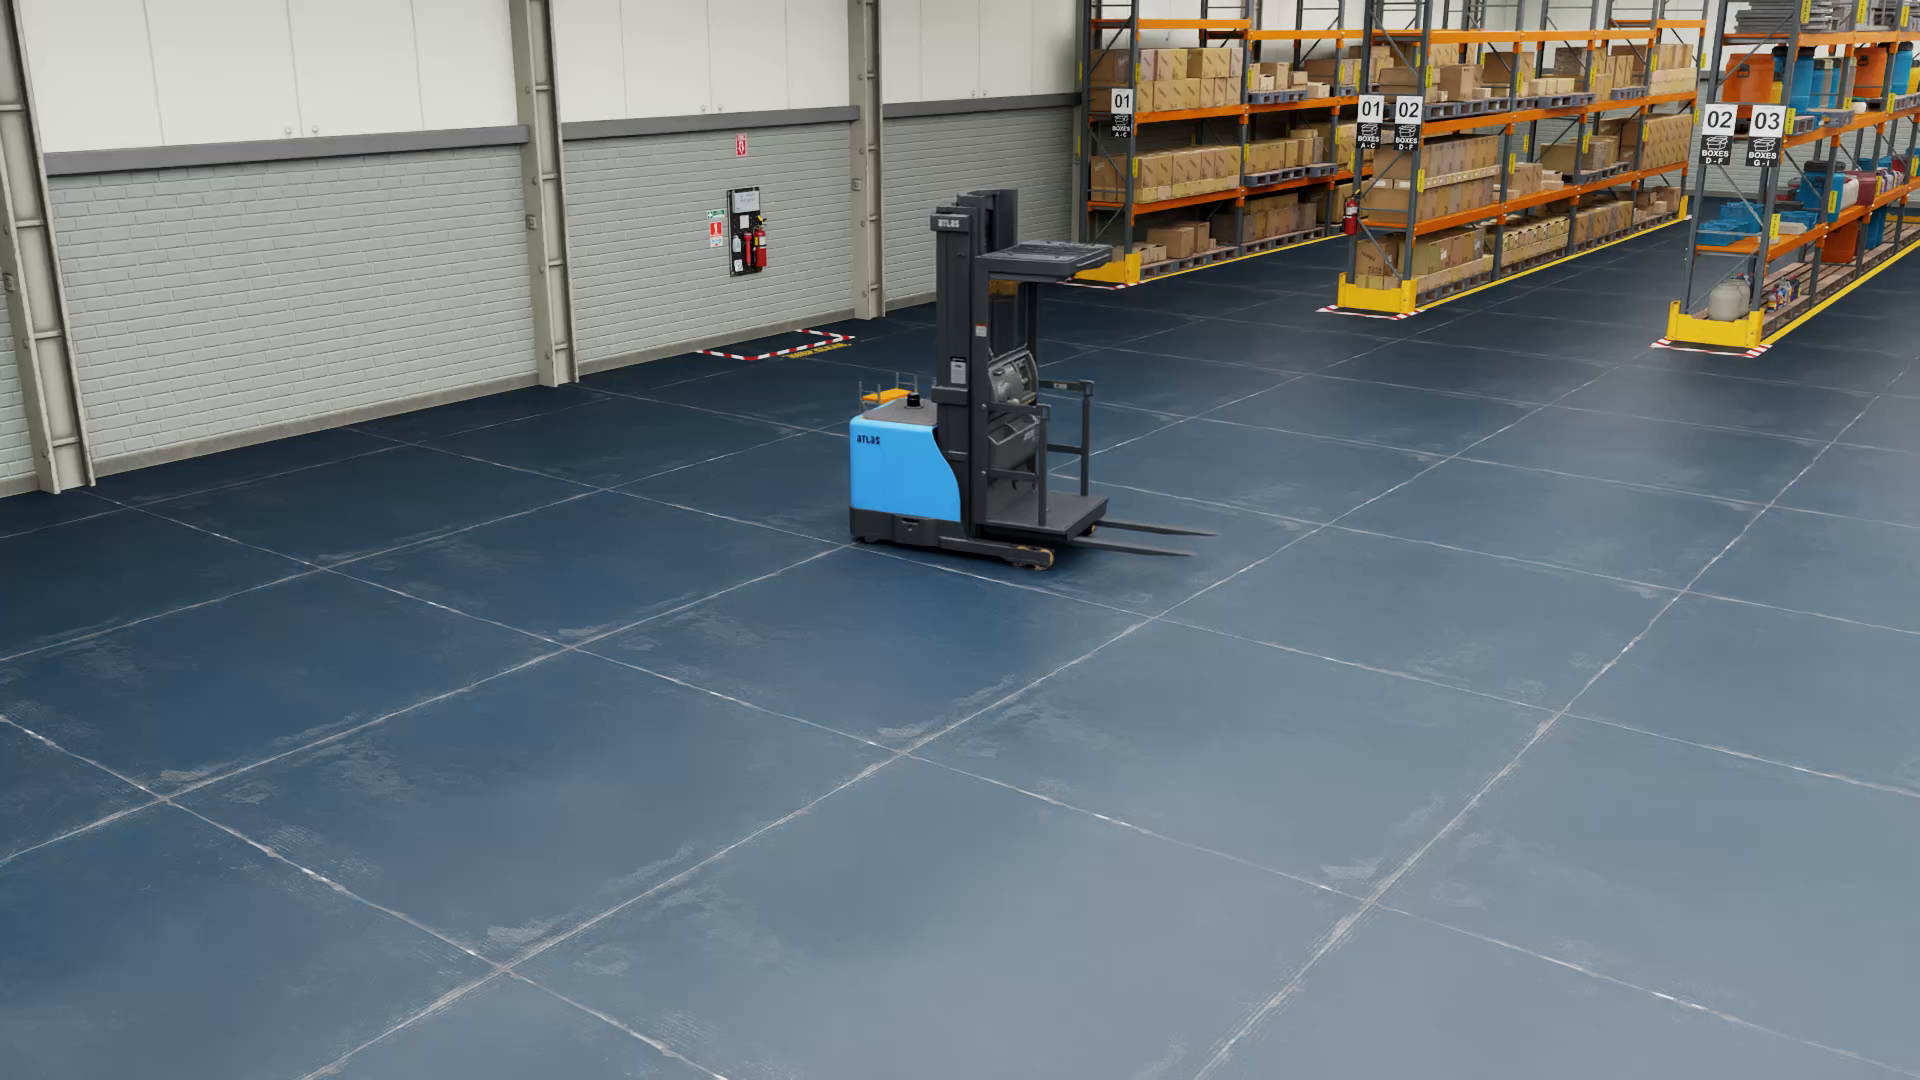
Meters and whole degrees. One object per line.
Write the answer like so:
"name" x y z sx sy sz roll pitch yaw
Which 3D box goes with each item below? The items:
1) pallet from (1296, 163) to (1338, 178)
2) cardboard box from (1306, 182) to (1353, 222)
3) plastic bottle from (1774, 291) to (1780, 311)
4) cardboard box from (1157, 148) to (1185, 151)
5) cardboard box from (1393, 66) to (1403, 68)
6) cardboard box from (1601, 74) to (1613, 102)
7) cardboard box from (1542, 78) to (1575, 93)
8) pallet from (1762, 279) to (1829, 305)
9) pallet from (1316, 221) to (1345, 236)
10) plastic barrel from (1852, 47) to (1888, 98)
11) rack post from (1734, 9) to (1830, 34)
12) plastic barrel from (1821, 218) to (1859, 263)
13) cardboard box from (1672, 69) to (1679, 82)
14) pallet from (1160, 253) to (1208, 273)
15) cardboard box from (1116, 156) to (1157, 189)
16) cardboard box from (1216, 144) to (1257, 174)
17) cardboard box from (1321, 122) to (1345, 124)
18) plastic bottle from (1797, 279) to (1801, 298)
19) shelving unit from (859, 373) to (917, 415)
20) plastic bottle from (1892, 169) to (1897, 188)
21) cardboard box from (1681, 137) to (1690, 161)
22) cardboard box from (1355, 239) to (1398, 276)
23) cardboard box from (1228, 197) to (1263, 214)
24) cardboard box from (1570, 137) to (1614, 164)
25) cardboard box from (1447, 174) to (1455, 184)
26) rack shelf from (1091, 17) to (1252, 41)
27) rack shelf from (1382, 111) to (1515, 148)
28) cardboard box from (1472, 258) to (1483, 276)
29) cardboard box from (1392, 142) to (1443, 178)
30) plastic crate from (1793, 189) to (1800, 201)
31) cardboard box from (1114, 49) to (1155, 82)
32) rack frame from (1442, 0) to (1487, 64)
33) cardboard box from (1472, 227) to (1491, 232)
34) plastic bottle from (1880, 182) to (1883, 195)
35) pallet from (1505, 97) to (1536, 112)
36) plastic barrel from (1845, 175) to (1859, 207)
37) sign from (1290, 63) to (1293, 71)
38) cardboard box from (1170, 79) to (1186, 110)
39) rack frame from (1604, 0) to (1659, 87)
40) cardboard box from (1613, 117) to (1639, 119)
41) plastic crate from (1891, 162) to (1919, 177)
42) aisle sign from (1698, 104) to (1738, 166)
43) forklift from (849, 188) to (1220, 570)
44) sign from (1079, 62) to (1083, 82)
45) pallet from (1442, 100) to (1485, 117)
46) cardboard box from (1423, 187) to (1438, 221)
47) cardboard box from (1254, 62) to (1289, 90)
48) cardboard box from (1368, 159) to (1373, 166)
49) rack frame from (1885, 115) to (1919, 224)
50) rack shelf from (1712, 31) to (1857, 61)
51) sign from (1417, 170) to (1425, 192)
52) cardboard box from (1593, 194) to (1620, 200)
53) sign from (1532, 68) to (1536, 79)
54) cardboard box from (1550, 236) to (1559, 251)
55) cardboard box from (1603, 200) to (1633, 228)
"pallet" 6.913 -7.531 33.760 1.213 0.211 1.003 12 21 35
"cardboard box" 7.795 -7.137 35.085 0.750 0.750 0.750 12 21 34
"plastic bottle" 11.922 -3.495 24.280 0.061 0.283 0.133 13 21 36
"cardboard box" 3.808 -6.839 30.164 0.500 0.500 0.500 13 22 36
"cardboard box" 9.854 -10.577 37.565 0.500 0.250 0.500 13 21 35
"cardboard box" 12.079 -8.772 32.207 0.910 0.500 0.500 12 21 35
"cardboard box" 11.007 -8.380 30.658 0.500 0.250 0.500 11 20 31
"pallet" 13.262 -3.970 26.672 1.003 0.211 1.213 12 21 35
"pallet" 7.782 -6.654 35.314 1.003 0.211 1.213 12 21 35
"plastic barrel" 15.549 -8.033 28.564 0.600 0.830 0.708 12 21 35
"rack post" 10.994 -6.939 22.258 0.937 0.300 0.954 15 23 40
"plastic barrel" 15.486 -5.344 29.346 0.600 0.830 0.708 12 21 35
"cardboard box" 15.006 -9.916 35.471 0.500 0.250 0.500 12 21 35
"pallet" 3.770 -5.069 30.210 1.003 0.211 1.213 12 21 35
"cardboard box" 3.011 -6.262 28.306 0.500 0.500 0.500 12 21 35
"cardboard box" 5.199 -7.231 31.562 0.700 0.500 0.500 12 21 35
"cardboard box" 7.933 -8.767 35.448 0.500 0.250 0.500 12 21 33
"plastic bottle" 12.803 -3.848 25.415 0.061 0.283 0.133 14 22 37
"shelving unit" -0.632 -0.866 14.999 0.258 1.200 0.503 12 21 38
"plastic bottle" 17.307 -6.713 30.886 0.144 0.351 0.185 12 21 35
"cardboard box" 15.951 -8.735 37.146 0.500 0.500 0.500 13 22 36
"cardboard box" 6.546 -4.457 26.202 0.500 0.500 0.500 12 21 35
"cardboard box" 5.553 -6.517 32.379 0.500 0.250 0.500 12 21 34
"cardboard box" 12.795 -7.889 33.714 0.500 0.500 0.700 -16 23 -42
"cardboard box" 7.638 -5.751 26.444 0.380 0.149 0.250 12 21 34
"rack shelf" 3.677 -8.902 28.955 1.077 0.370 4.000 12 21 35
"rack shelf" 7.657 -6.596 26.583 1.077 0.370 4.000 12 21 35
"cardboard box" 8.442 -4.605 27.943 0.500 0.250 0.500 12 21 35
"cardboard box" 7.095 -5.946 25.978 0.700 0.500 0.500 12 21 33
"plastic crate" 13.232 -5.418 26.659 0.392 0.384 0.575 12 21 35
"cardboard box" 2.910 -7.922 27.750 0.500 0.500 0.500 11 20 31
"rack frame" 12.018 -12.582 39.585 1.000 3.000 0.127 12 21 35
"cardboard box" 9.165 -5.411 29.594 0.500 0.311 0.500 13 22 36
"plastic bottle" 16.451 -6.318 29.727 0.061 0.283 0.133 12 21 35
"pallet" 9.364 -7.537 28.723 0.805 0.209 1.217 11 21 33
"plastic barrel" 14.767 -5.831 27.774 0.421 0.512 0.421 0 17 0
"sign" 6.811 -9.628 34.128 0.100 0.325 0.005 12 21 35
"cardboard box" 3.540 -7.677 28.647 0.500 0.500 0.500 14 22 37
"rack frame" 13.616 -10.754 33.701 1.000 3.000 0.127 12 21 35
"cardboard box" 14.312 -8.823 35.744 0.500 0.500 0.500 13 21 35
"plastic crate" 18.649 -7.316 32.844 0.437 0.282 0.530 12 21 35
"aisle sign" 10.160 -5.432 22.294 0.394 0.787 0.004 12 21 35
"forklift" 0.620 -1.337 13.606 3.031 2.935 1.130 8 19 23
"sign" 2.051 -7.864 27.958 0.100 0.325 0.005 12 21 35
"pallet" 7.634 -6.877 26.423 1.003 0.211 1.213 12 21 35
"cardboard box" 7.063 -5.314 26.129 0.700 0.500 0.500 13 22 36
"cardboard box" 5.993 -8.949 32.069 0.500 0.500 0.500 12 21 33
"cardboard box" 8.701 -8.167 35.874 0.380 0.149 0.250 13 22 36
"rack frame" 19.975 -7.966 34.837 1.000 3.000 0.127 12 21 35
"rack shelf" 11.633 -6.962 23.376 1.077 0.370 4.000 12 21 35
"sign" 6.908 -5.383 24.927 0.100 0.325 0.005 12 21 35
"cardboard box" 13.727 -7.091 35.495 0.500 0.500 0.500 12 21 35
"sign" 10.798 -8.712 31.312 0.100 0.325 0.005 12 21 35
"cardboard box" 10.810 -5.532 30.929 0.500 0.250 0.500 12 21 34
"cardboard box" 13.552 -6.737 34.355 0.500 0.500 0.500 12 21 34
